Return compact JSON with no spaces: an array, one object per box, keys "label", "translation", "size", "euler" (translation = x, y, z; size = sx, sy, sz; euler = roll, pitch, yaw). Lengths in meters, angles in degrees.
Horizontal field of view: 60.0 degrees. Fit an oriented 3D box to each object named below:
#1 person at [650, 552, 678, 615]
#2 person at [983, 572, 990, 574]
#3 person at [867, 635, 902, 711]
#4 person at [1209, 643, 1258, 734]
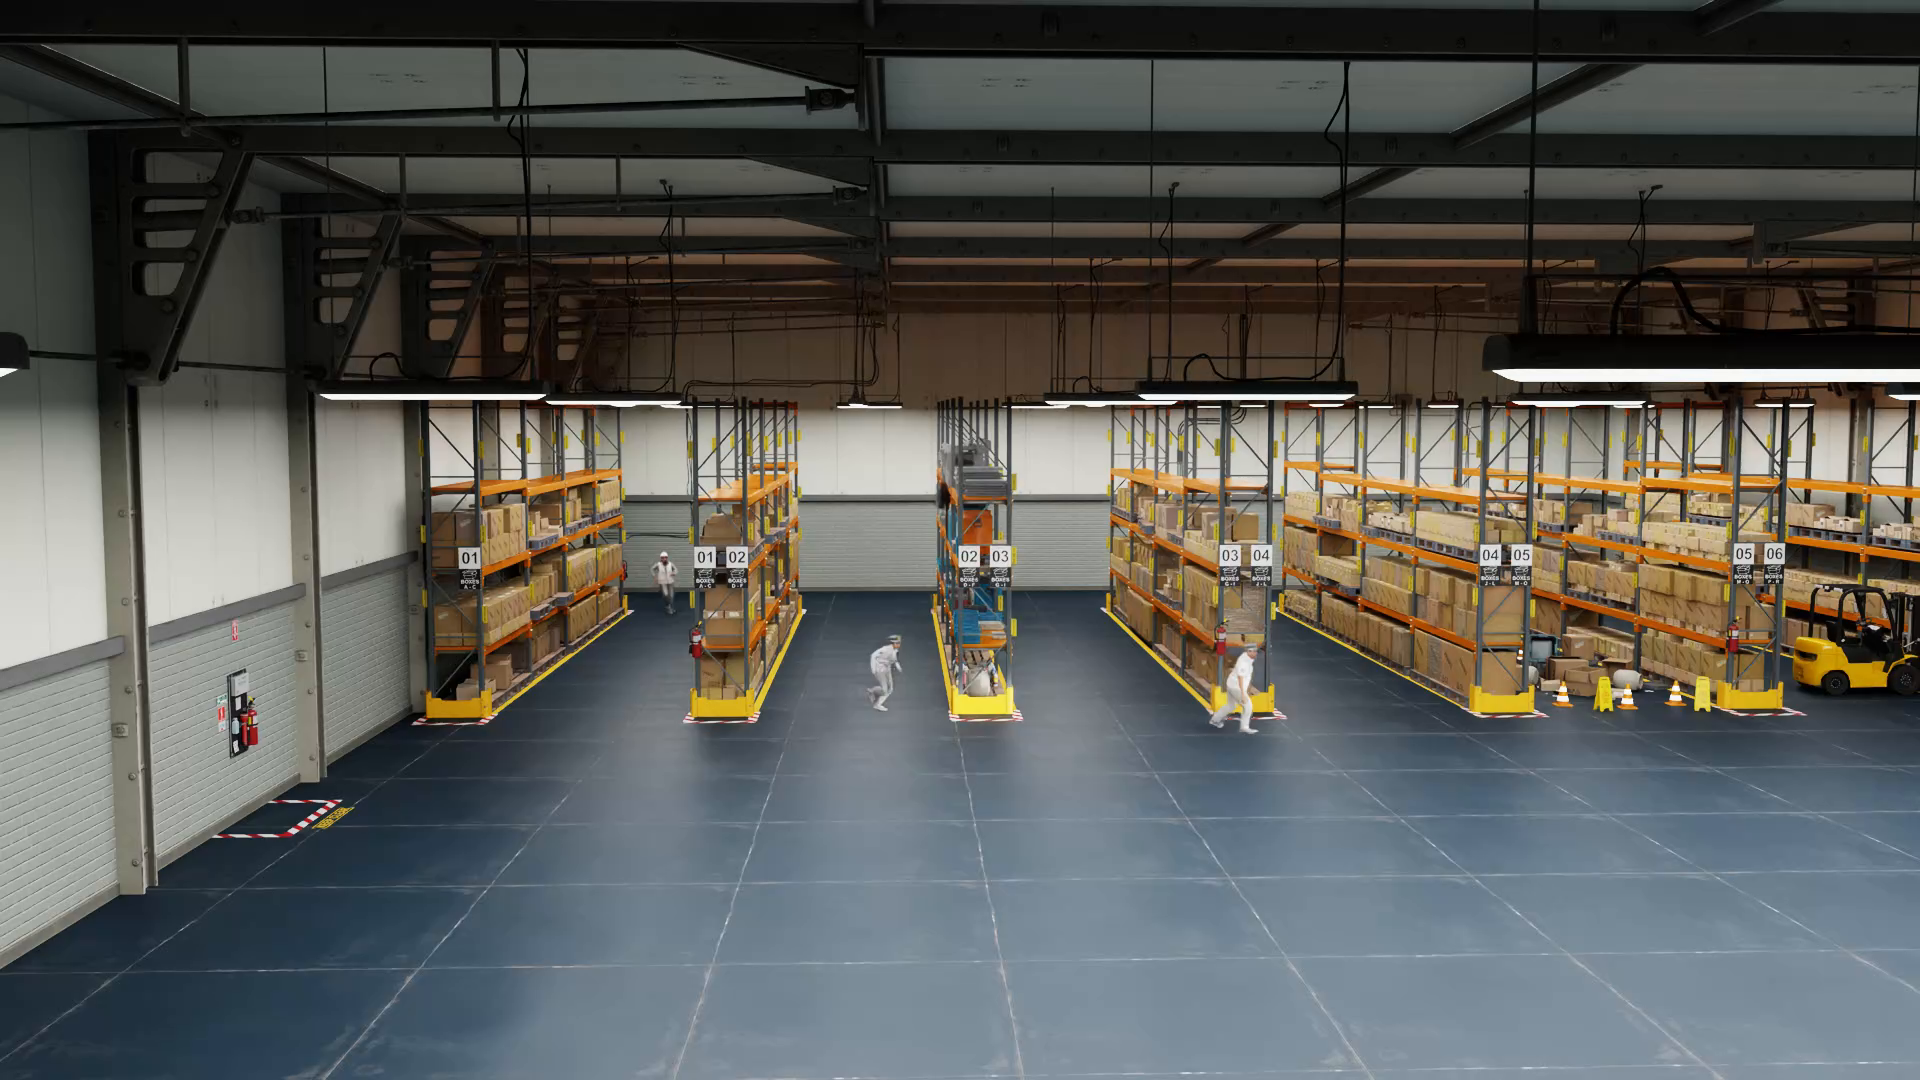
[{"label":"person","translation":[-8.316,1.234,46.889],"size":[0.751,1.793,0.676],"euler":[-2,5,-23]},{"label":"person","translation":[0.532,1.075,49.678],"size":[0.620,1.667,0.863],"euler":[2,5,24]},{"label":"person","translation":[-1.471,2.542,31.801],"size":[0.822,1.485,0.636],"euler":[3,6,37]},{"label":"person","translation":[4.877,2.620,29.657],"size":[0.886,1.630,0.663],"euler":[1,5,16]}]
